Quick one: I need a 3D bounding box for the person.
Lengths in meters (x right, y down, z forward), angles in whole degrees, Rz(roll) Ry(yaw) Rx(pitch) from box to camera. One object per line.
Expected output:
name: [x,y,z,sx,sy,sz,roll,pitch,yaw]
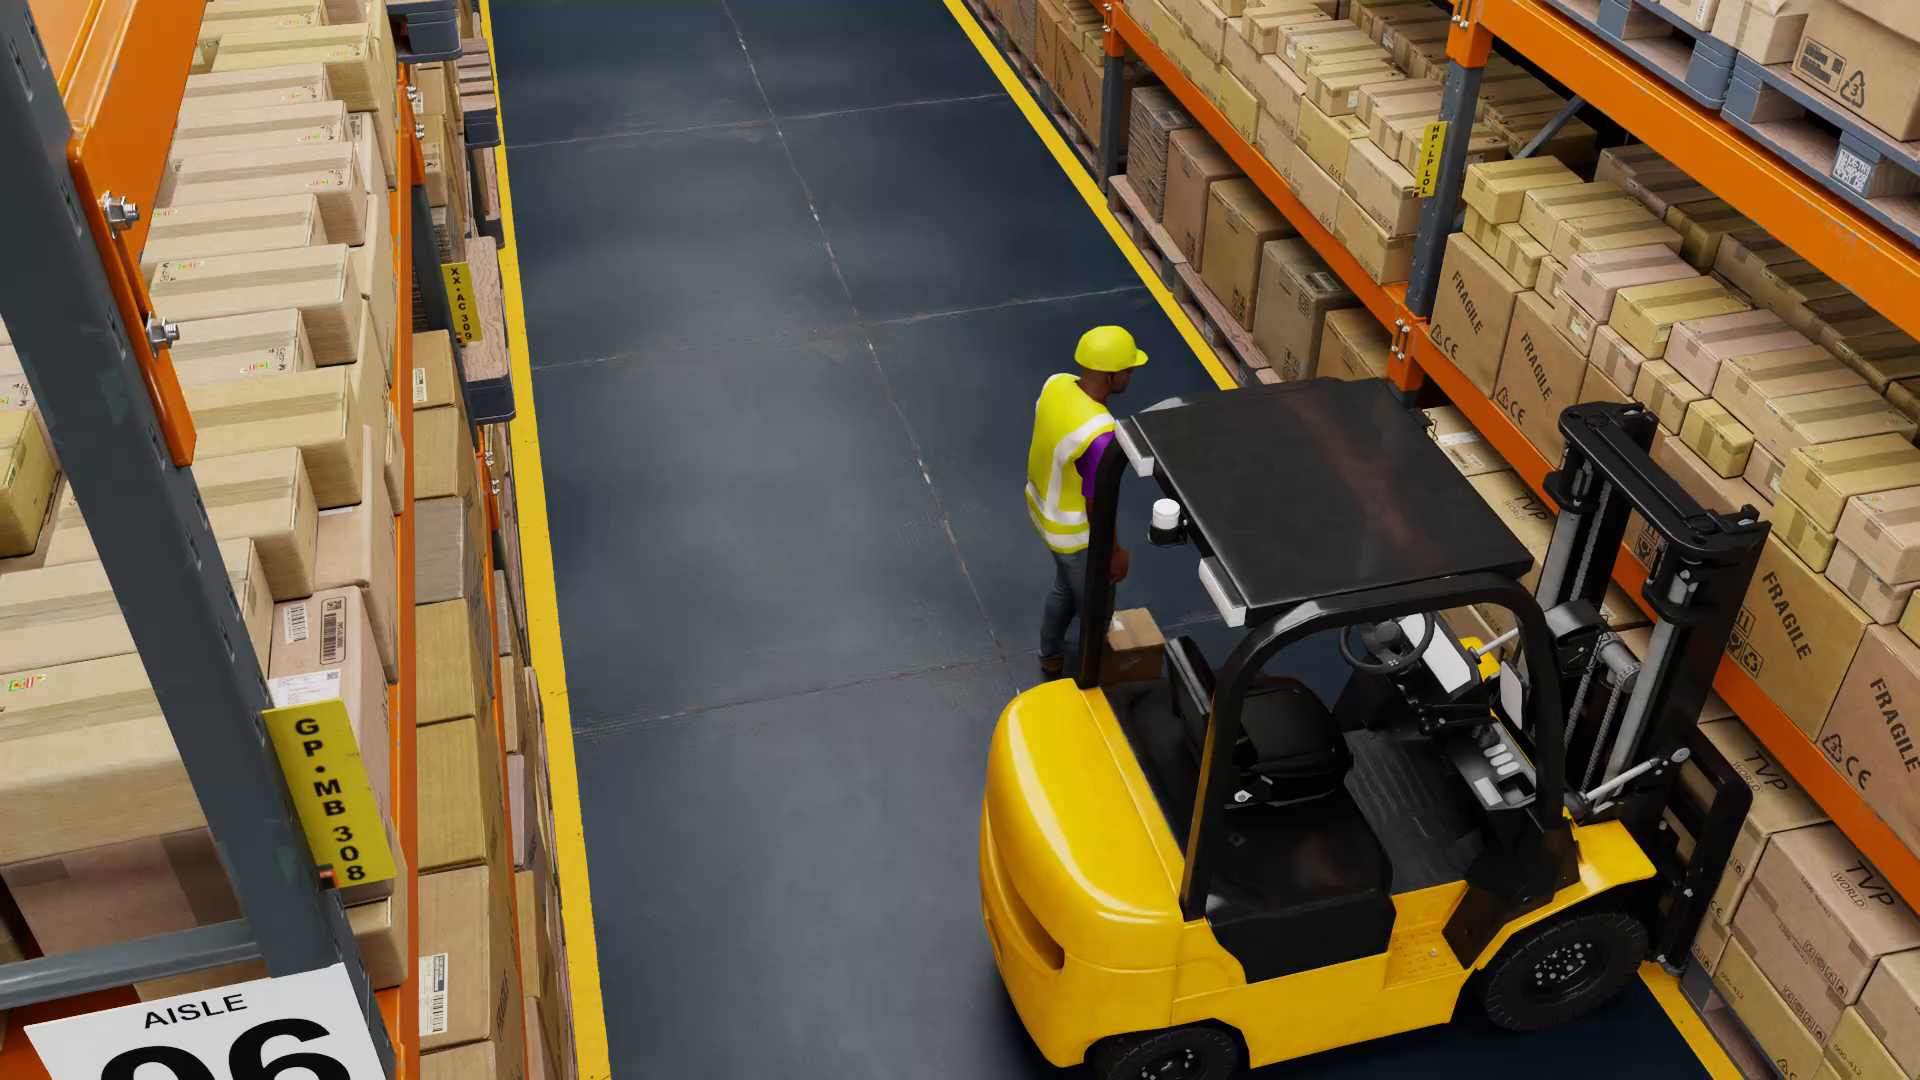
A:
person: [0.509,-0.086,6.810,0.451,1.761,0.609,-11,39,-13]
